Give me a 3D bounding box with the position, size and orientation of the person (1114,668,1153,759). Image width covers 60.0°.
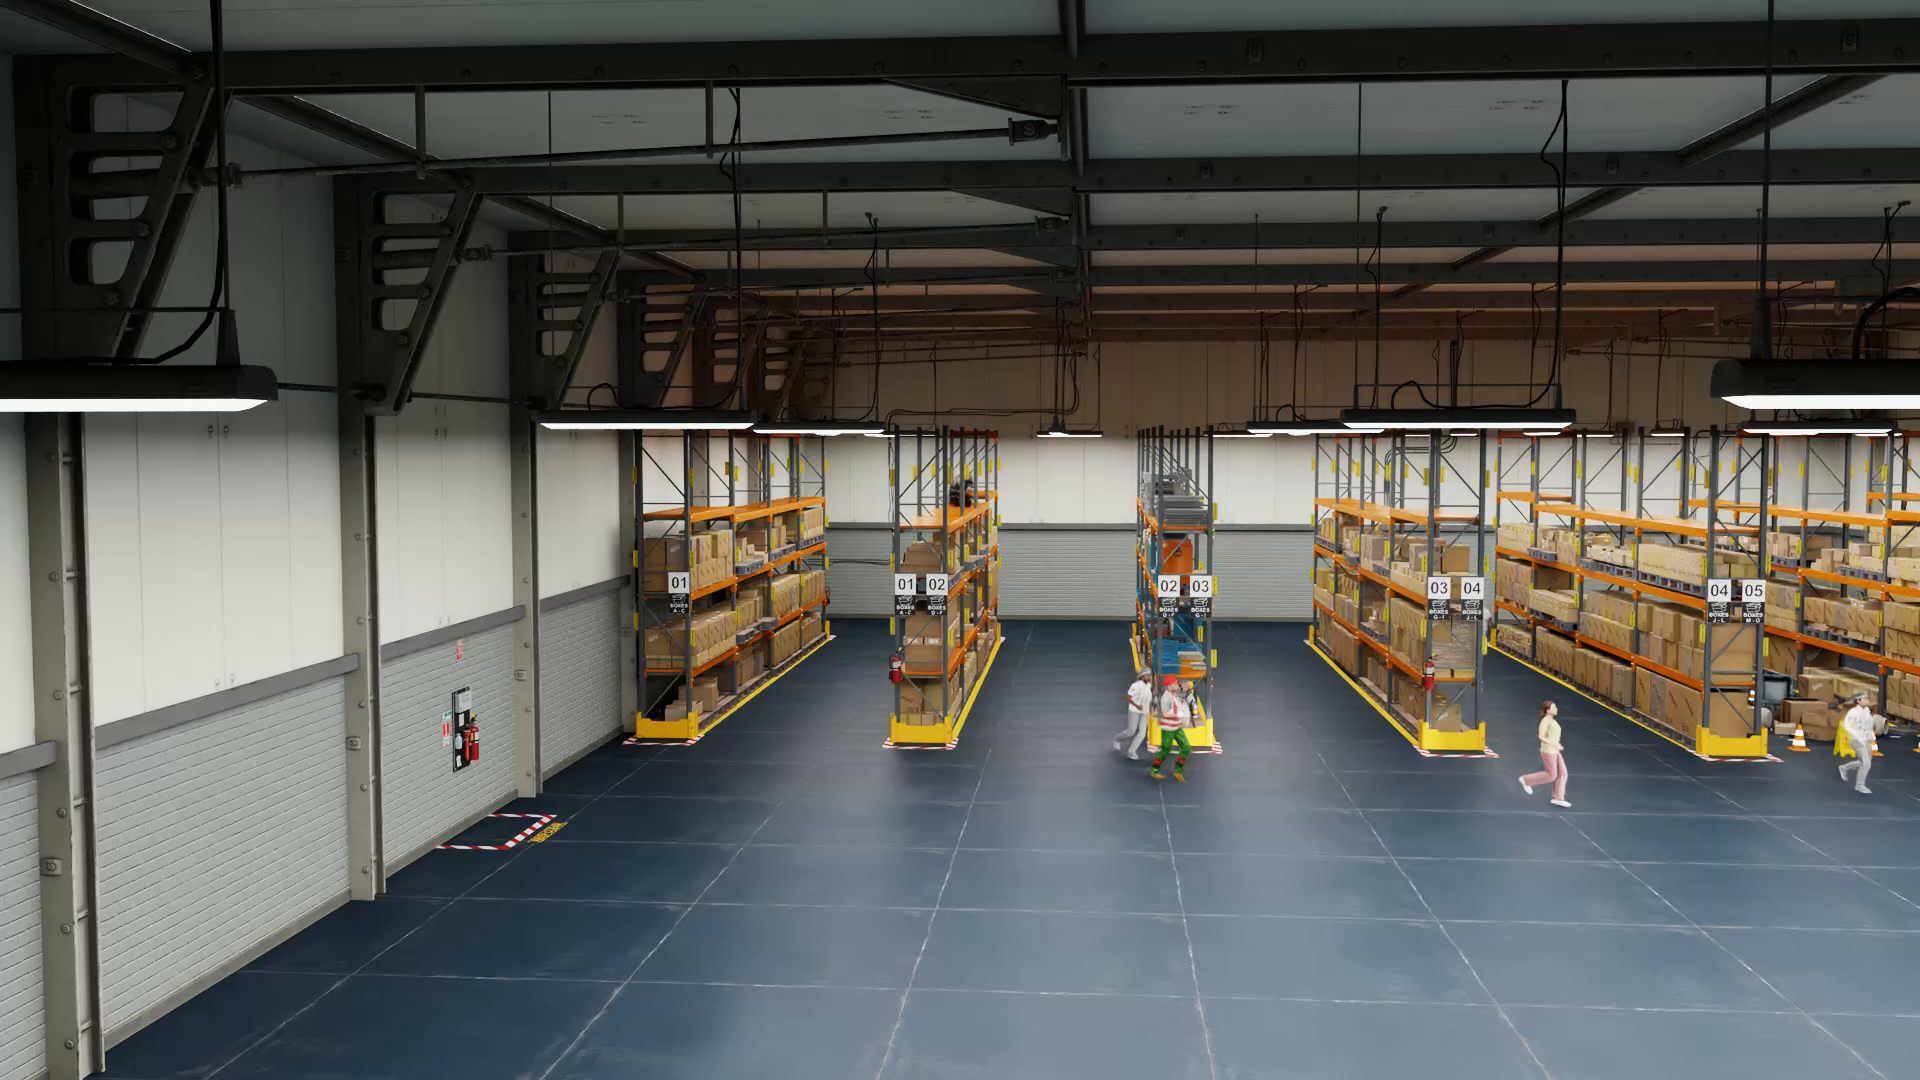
[{"bbox_3d":[3.213,3.111,30.159,0.638,1.622,0.718,-2,4,-31],"label":"person"}]

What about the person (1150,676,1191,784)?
[{"bbox_3d":[3.519,3.172,27.672,0.764,1.836,0.630,2,4,33],"label":"person"}]

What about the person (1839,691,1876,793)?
[{"bbox_3d":[14.658,3.267,27.190,0.648,1.659,0.587,-2,4,-32],"label":"person"}]

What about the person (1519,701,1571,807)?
[{"bbox_3d":[9.224,3.340,26.144,0.791,1.654,0.579,2,4,33],"label":"person"}]

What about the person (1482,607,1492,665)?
[{"bbox_3d":[13.267,2.321,42.487,0.711,1.737,0.839,0,3,6],"label":"person"}]
